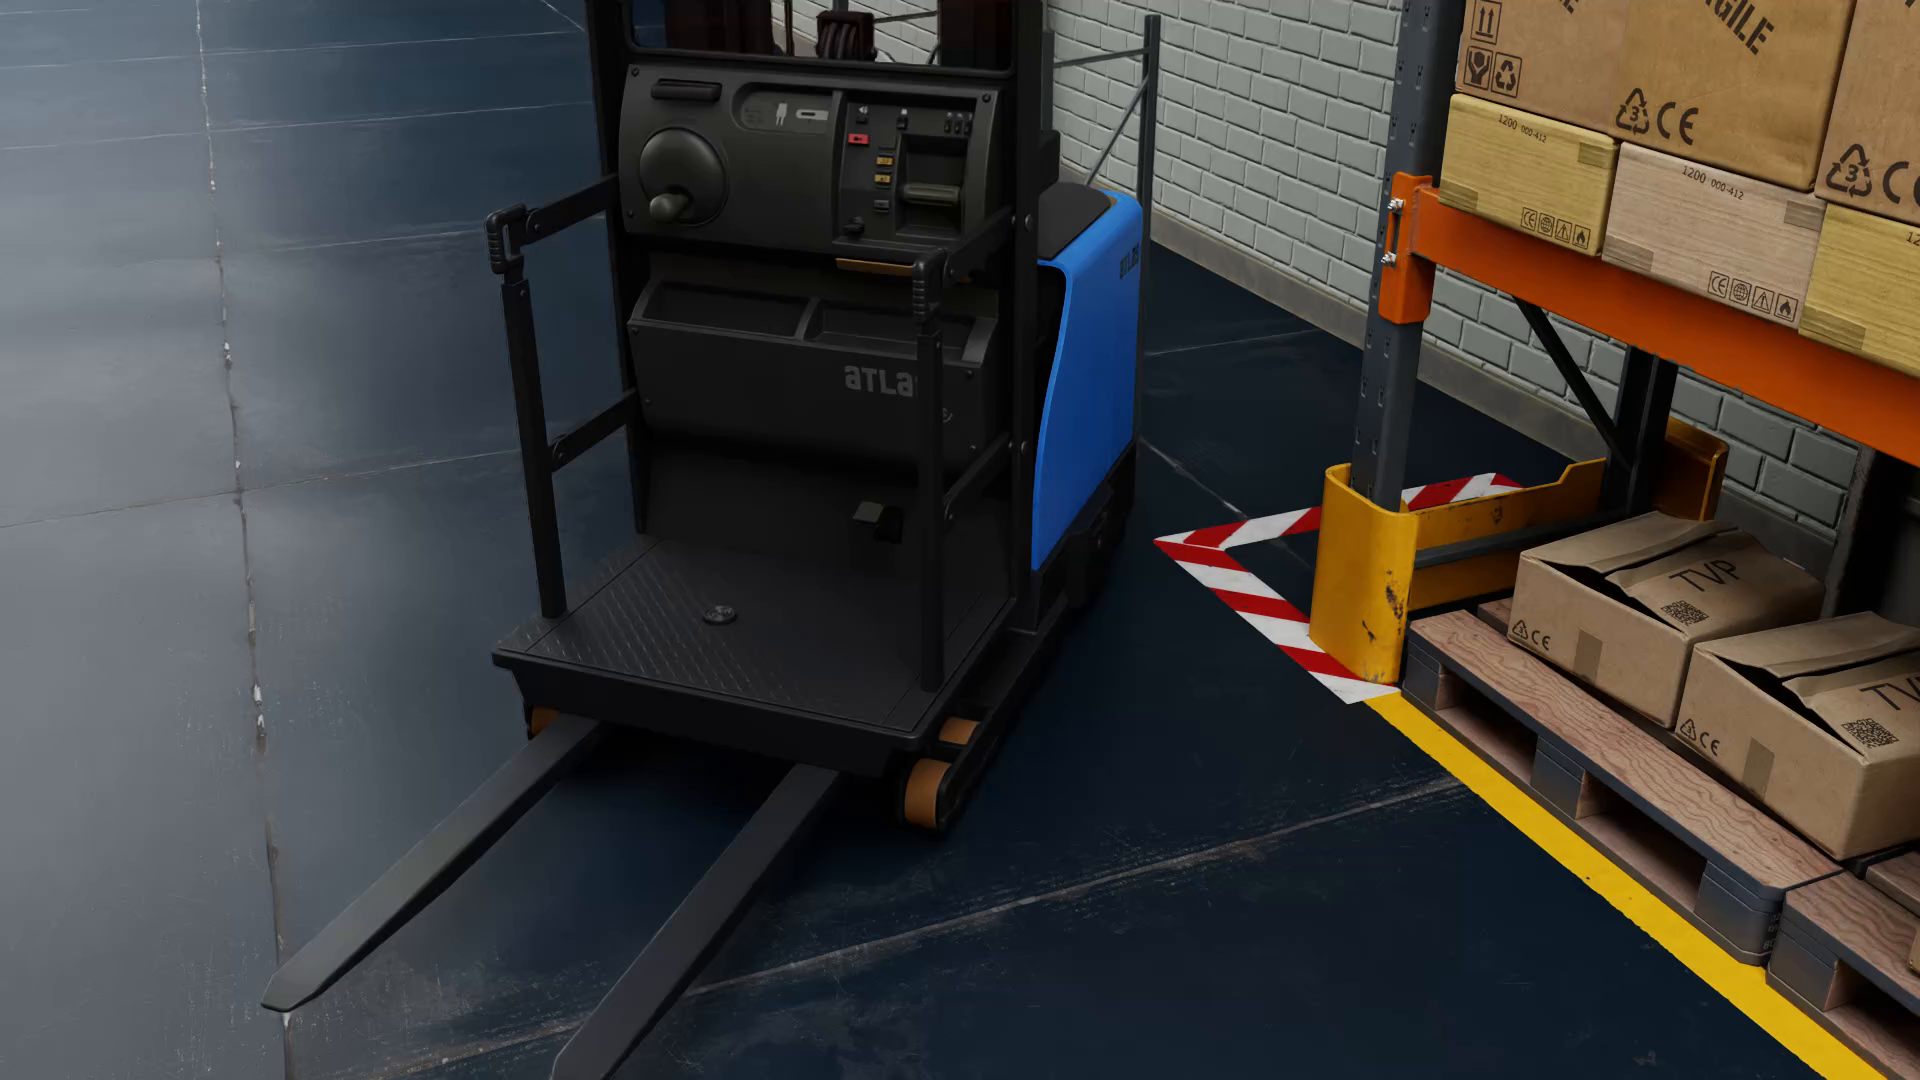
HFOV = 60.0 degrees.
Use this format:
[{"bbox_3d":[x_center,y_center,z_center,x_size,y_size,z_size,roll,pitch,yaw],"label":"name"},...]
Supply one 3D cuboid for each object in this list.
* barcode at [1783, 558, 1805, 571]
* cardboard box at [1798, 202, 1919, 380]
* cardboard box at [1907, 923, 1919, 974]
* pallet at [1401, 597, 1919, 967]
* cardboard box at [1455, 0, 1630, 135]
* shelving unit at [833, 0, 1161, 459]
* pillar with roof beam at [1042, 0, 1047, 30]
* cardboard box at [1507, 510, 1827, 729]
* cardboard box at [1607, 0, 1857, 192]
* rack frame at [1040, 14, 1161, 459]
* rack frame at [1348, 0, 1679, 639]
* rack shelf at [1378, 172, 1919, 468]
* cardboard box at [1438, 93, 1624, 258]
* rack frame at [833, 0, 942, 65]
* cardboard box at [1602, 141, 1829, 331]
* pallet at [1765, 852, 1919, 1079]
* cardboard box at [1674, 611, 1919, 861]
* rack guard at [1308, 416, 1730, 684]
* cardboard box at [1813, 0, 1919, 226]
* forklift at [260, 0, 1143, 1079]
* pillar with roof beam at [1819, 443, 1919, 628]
[{"bbox_3d":[2.102,0.087,4.205,0.001,0.075,0.075,-11,28,-21],"label":"barcode"},{"bbox_3d":[1.848,-0.429,2.857,0.500,0.250,0.500,-11,28,-21],"label":"cardboard box"},{"bbox_3d":[2.192,0.603,2.944,0.700,0.500,0.500,-12,29,-24],"label":"cardboard box"},{"bbox_3d":[1.854,0.465,4.056,1.003,0.211,1.213,-11,28,-21],"label":"pallet"},{"bbox_3d":[1.449,-1.187,3.555,0.500,0.500,0.500,-11,28,-21],"label":"cardboard box"},{"bbox_3d":[0.099,-1.066,5.725,0.538,1.500,1.048,-20,33,-35],"label":"shelving unit"},{"bbox_3d":[-3.702,-5.397,6.047,9.100,9.000,0.400,-11,28,-21],"label":"pillar with roof beam"},{"bbox_3d":[1.727,0.153,4.081,0.500,0.311,0.500,-14,29,-26],"label":"cardboard box"},{"bbox_3d":[1.634,-0.985,3.143,0.500,0.500,0.500,-10,28,-20],"label":"cardboard box"},{"bbox_3d":[0.427,-0.896,5.376,0.500,1.500,0.032,-20,33,-35],"label":"rack frame"},{"bbox_3d":[1.539,-1.152,4.191,1.000,3.000,0.127,-11,28,-21],"label":"rack frame"},{"bbox_3d":[2.322,-0.022,2.696,1.077,0.370,4.000,-11,28,-21],"label":"rack shelf"},{"bbox_3d":[1.438,-0.842,3.705,0.500,0.250,0.500,-11,28,-22],"label":"cardboard box"},{"bbox_3d":[-0.229,-1.237,6.073,0.500,1.500,0.032,-20,33,-35],"label":"rack frame"},{"bbox_3d":[1.654,-0.635,3.280,0.500,0.250,0.500,-11,28,-22],"label":"cardboard box"},{"bbox_3d":[2.328,0.957,3.049,1.003,0.211,1.213,-11,28,-21],"label":"pallet"},{"bbox_3d":[1.950,0.383,3.610,0.500,0.311,0.500,-8,27,-16],"label":"cardboard box"},{"bbox_3d":[1.569,0.002,4.677,1.175,0.500,0.348,-11,28,-21],"label":"rack guard"},{"bbox_3d":[1.830,-0.776,2.713,0.500,0.500,0.500,-12,28,-22],"label":"cardboard box"},{"bbox_3d":[-0.435,-0.847,3.644,1.130,2.935,3.031,9,27,18],"label":"forklift"},{"bbox_3d":[-1.352,-2.975,1.086,9.100,9.000,0.400,-11,28,-21],"label":"pillar with roof beam"}]
